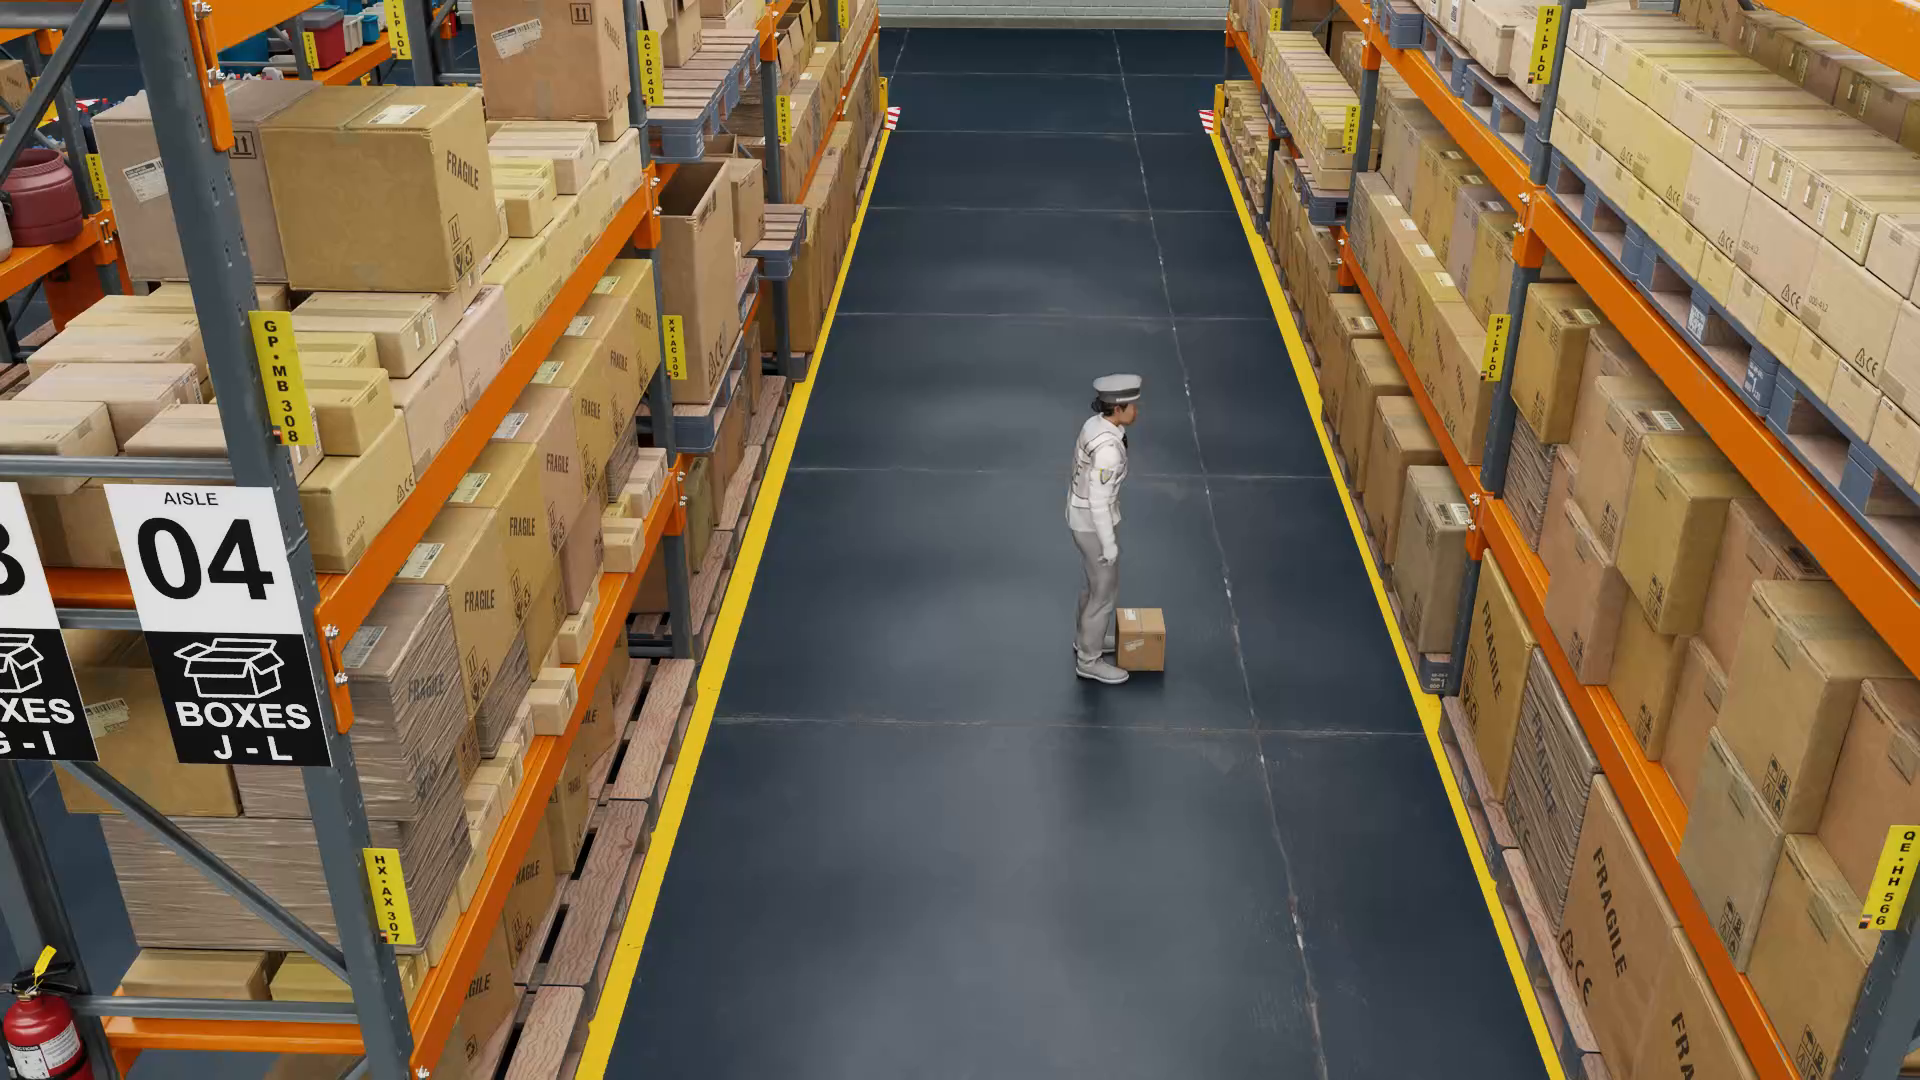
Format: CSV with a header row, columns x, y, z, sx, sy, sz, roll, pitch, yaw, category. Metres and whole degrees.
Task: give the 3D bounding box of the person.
x,y,z,sx,sy,sz,roll,pitch,yaw,category
0.762,-0.104,8.747,0.347,1.601,0.507,1,28,2,person
